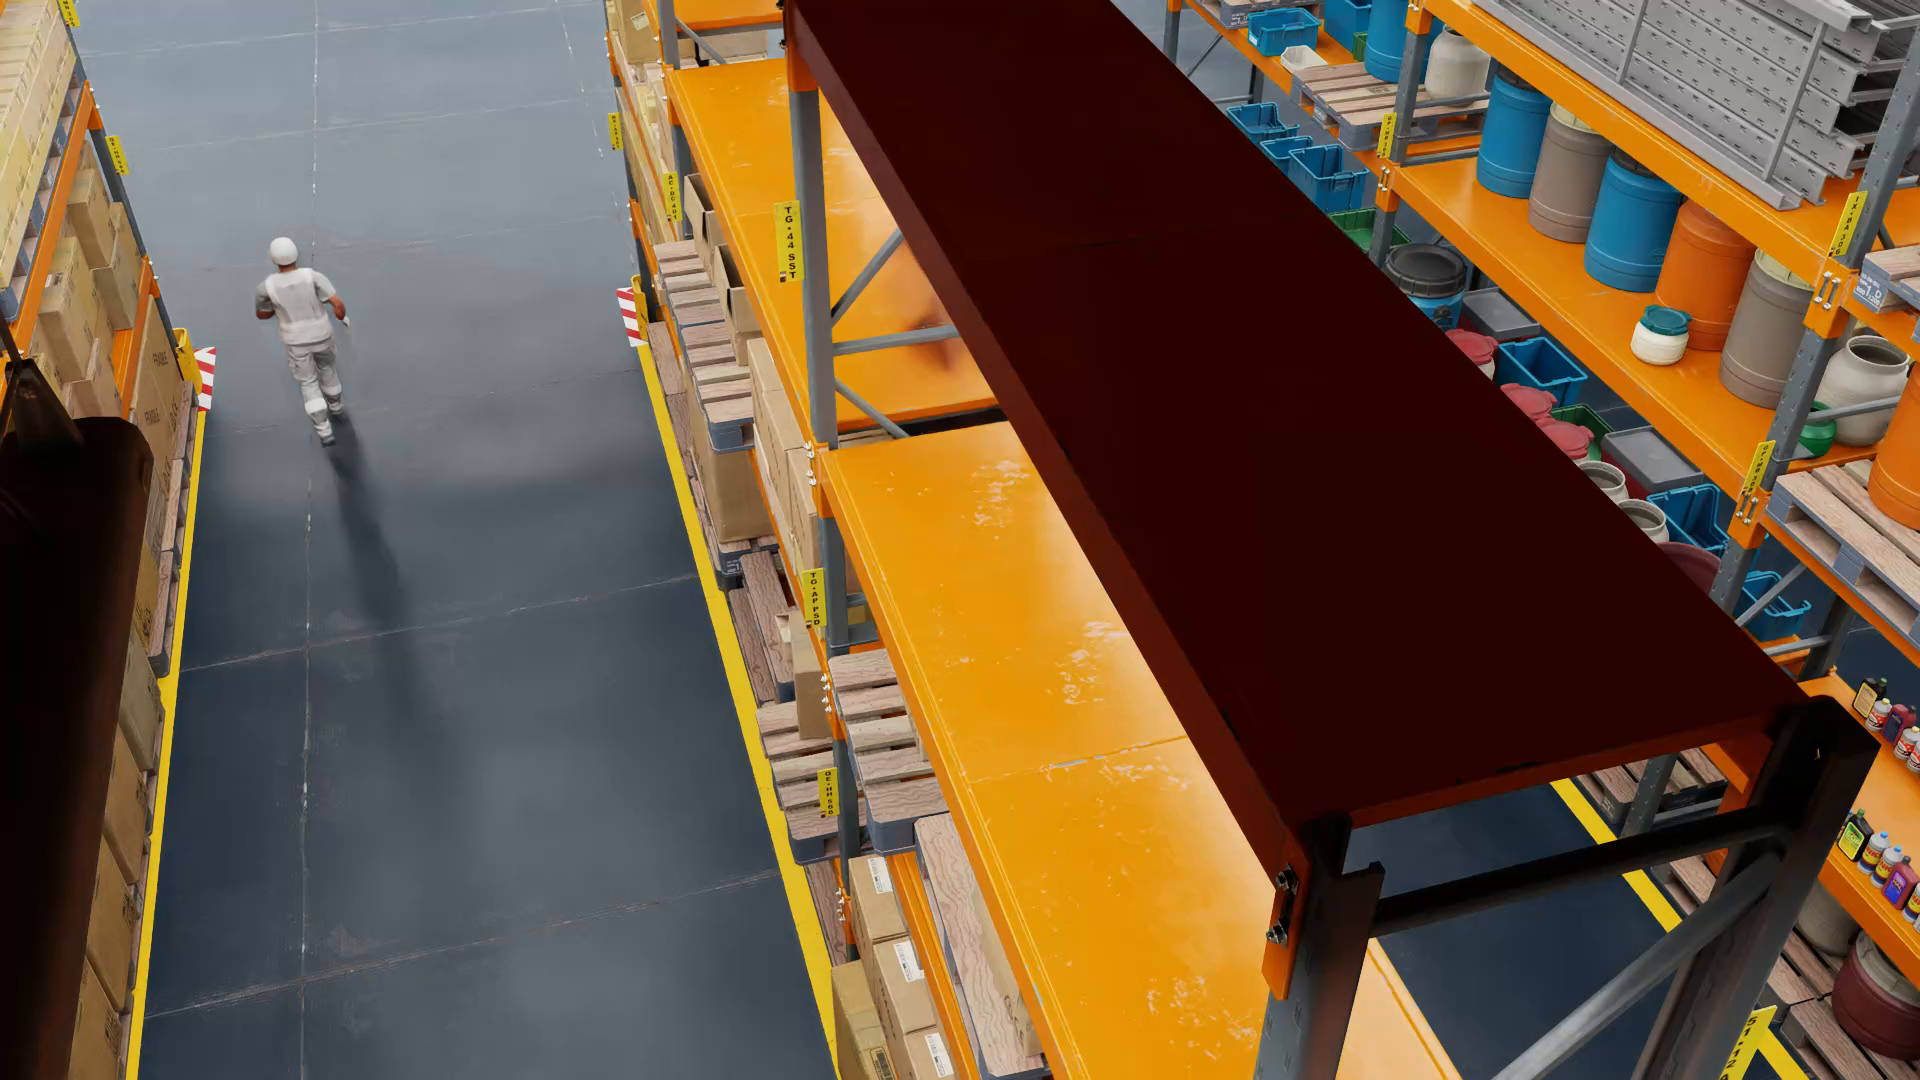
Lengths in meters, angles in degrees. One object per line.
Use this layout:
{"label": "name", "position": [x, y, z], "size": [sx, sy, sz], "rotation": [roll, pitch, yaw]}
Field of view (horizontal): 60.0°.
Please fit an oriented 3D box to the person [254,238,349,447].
{"label": "person", "position": [-5.244, -1.621, 13.384], "size": [0.665, 1.792, 0.923], "rotation": [-16, 41, -20]}
